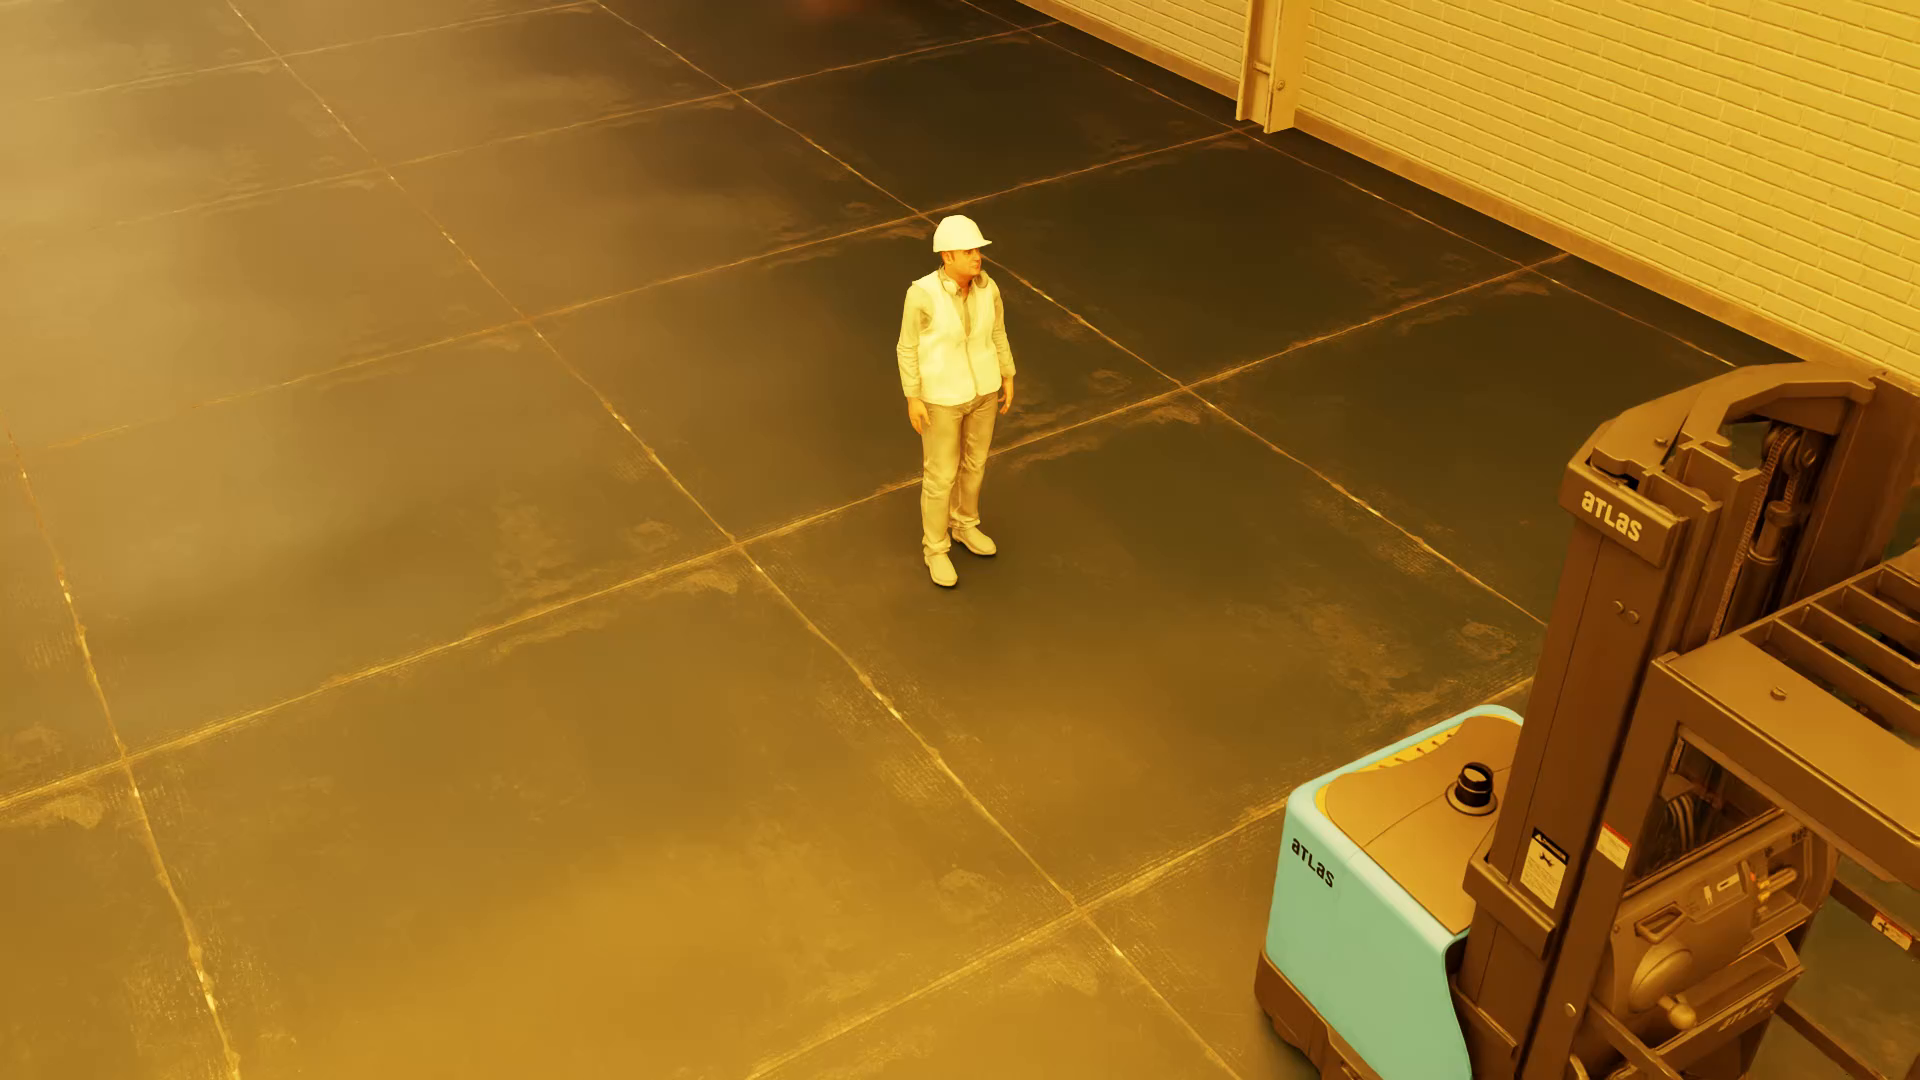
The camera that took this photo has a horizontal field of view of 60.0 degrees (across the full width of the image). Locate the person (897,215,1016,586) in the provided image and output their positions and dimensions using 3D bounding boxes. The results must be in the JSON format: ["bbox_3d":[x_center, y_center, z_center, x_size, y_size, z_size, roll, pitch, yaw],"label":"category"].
[{"bbox_3d":[0.027,-0.700,8.137,0.632,1.773,0.568,-21,40,-27],"label":"person"}]

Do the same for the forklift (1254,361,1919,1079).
[{"bbox_3d":[2.267,1.123,4.550,1.130,2.935,3.031,-18,39,-24],"label":"forklift"}]
